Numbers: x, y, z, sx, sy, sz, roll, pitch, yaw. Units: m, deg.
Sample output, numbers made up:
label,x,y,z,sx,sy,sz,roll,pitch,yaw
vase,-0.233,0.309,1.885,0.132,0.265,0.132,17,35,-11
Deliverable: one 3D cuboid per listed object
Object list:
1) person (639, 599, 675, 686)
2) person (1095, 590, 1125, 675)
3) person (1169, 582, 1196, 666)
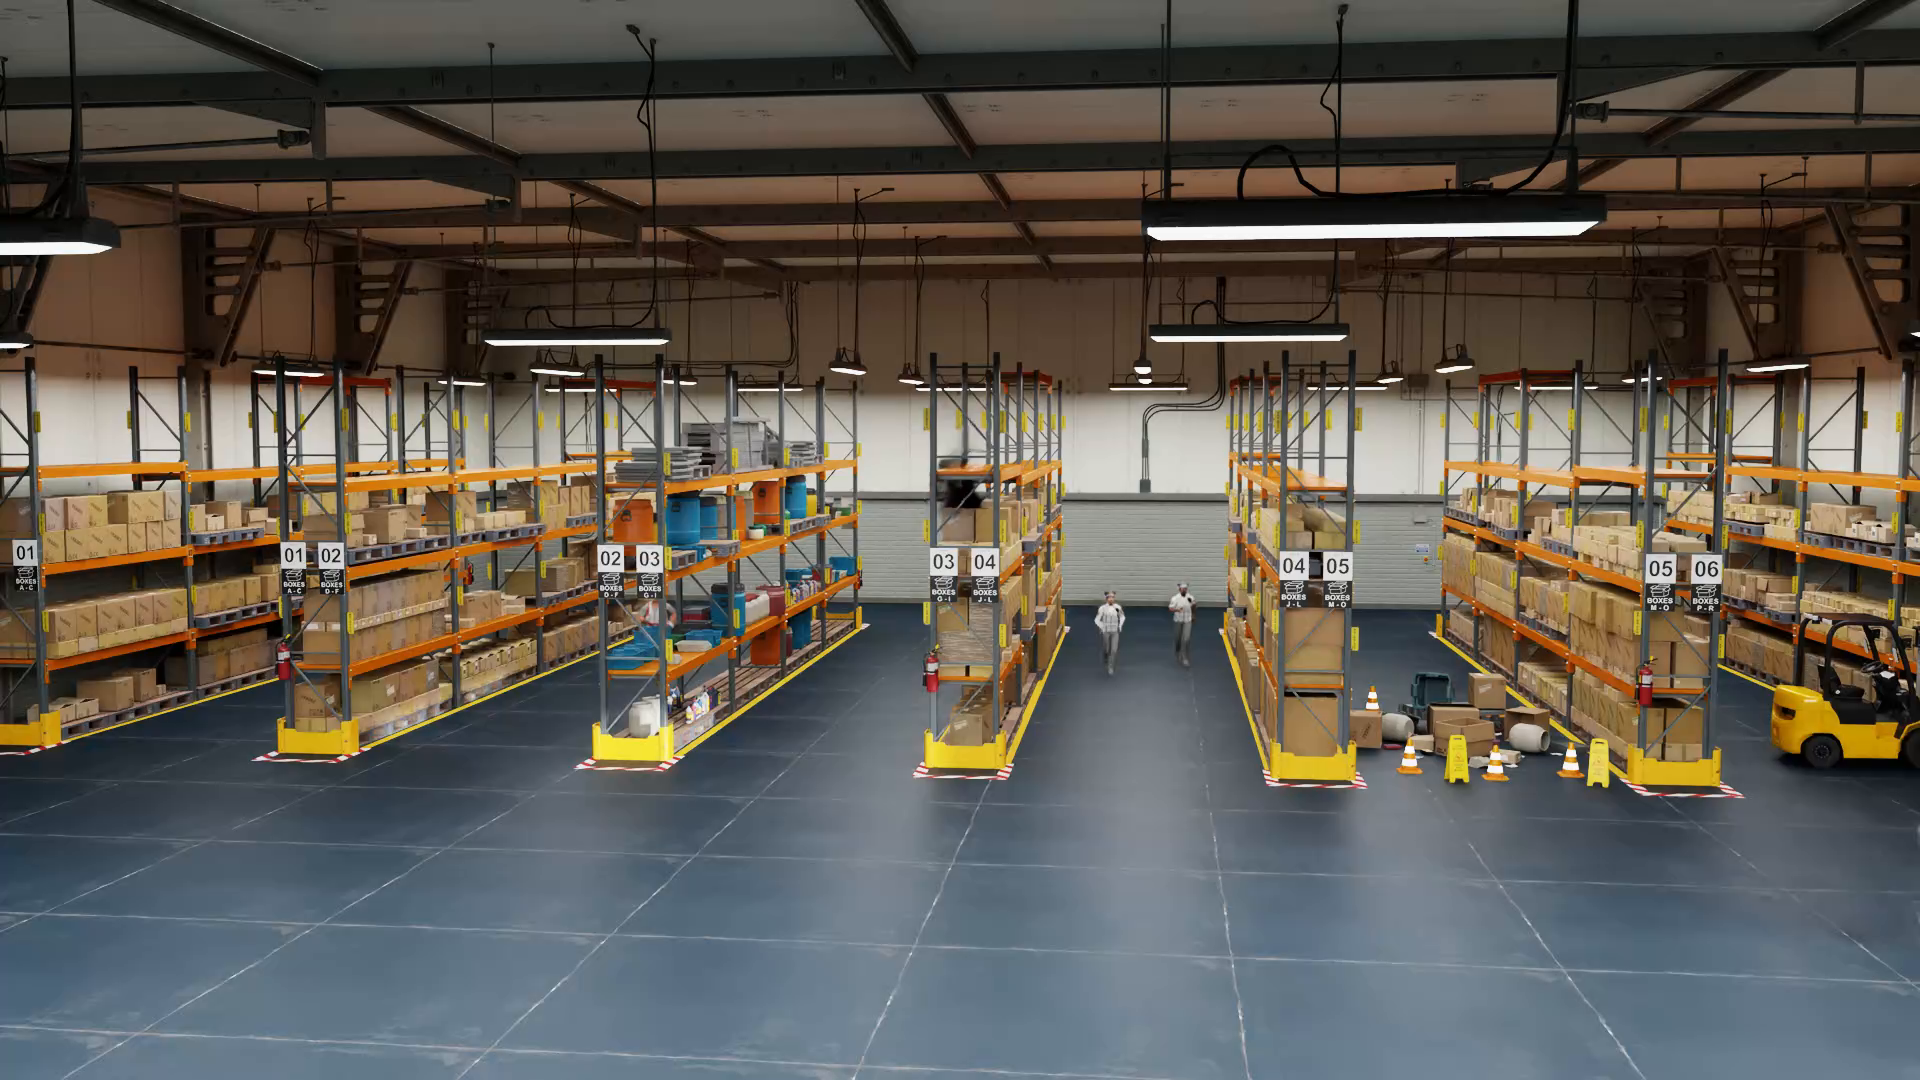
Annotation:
label,x,y,z,sx,sy,sz,roll,pitch,yaw
person,-5.841,1.829,32.007,0.652,1.831,0.856,0,4,4
person,3.009,1.831,33.224,0.617,1.671,0.696,0,4,-2
person,4.607,1.703,34.425,0.587,1.699,0.898,0,4,2
